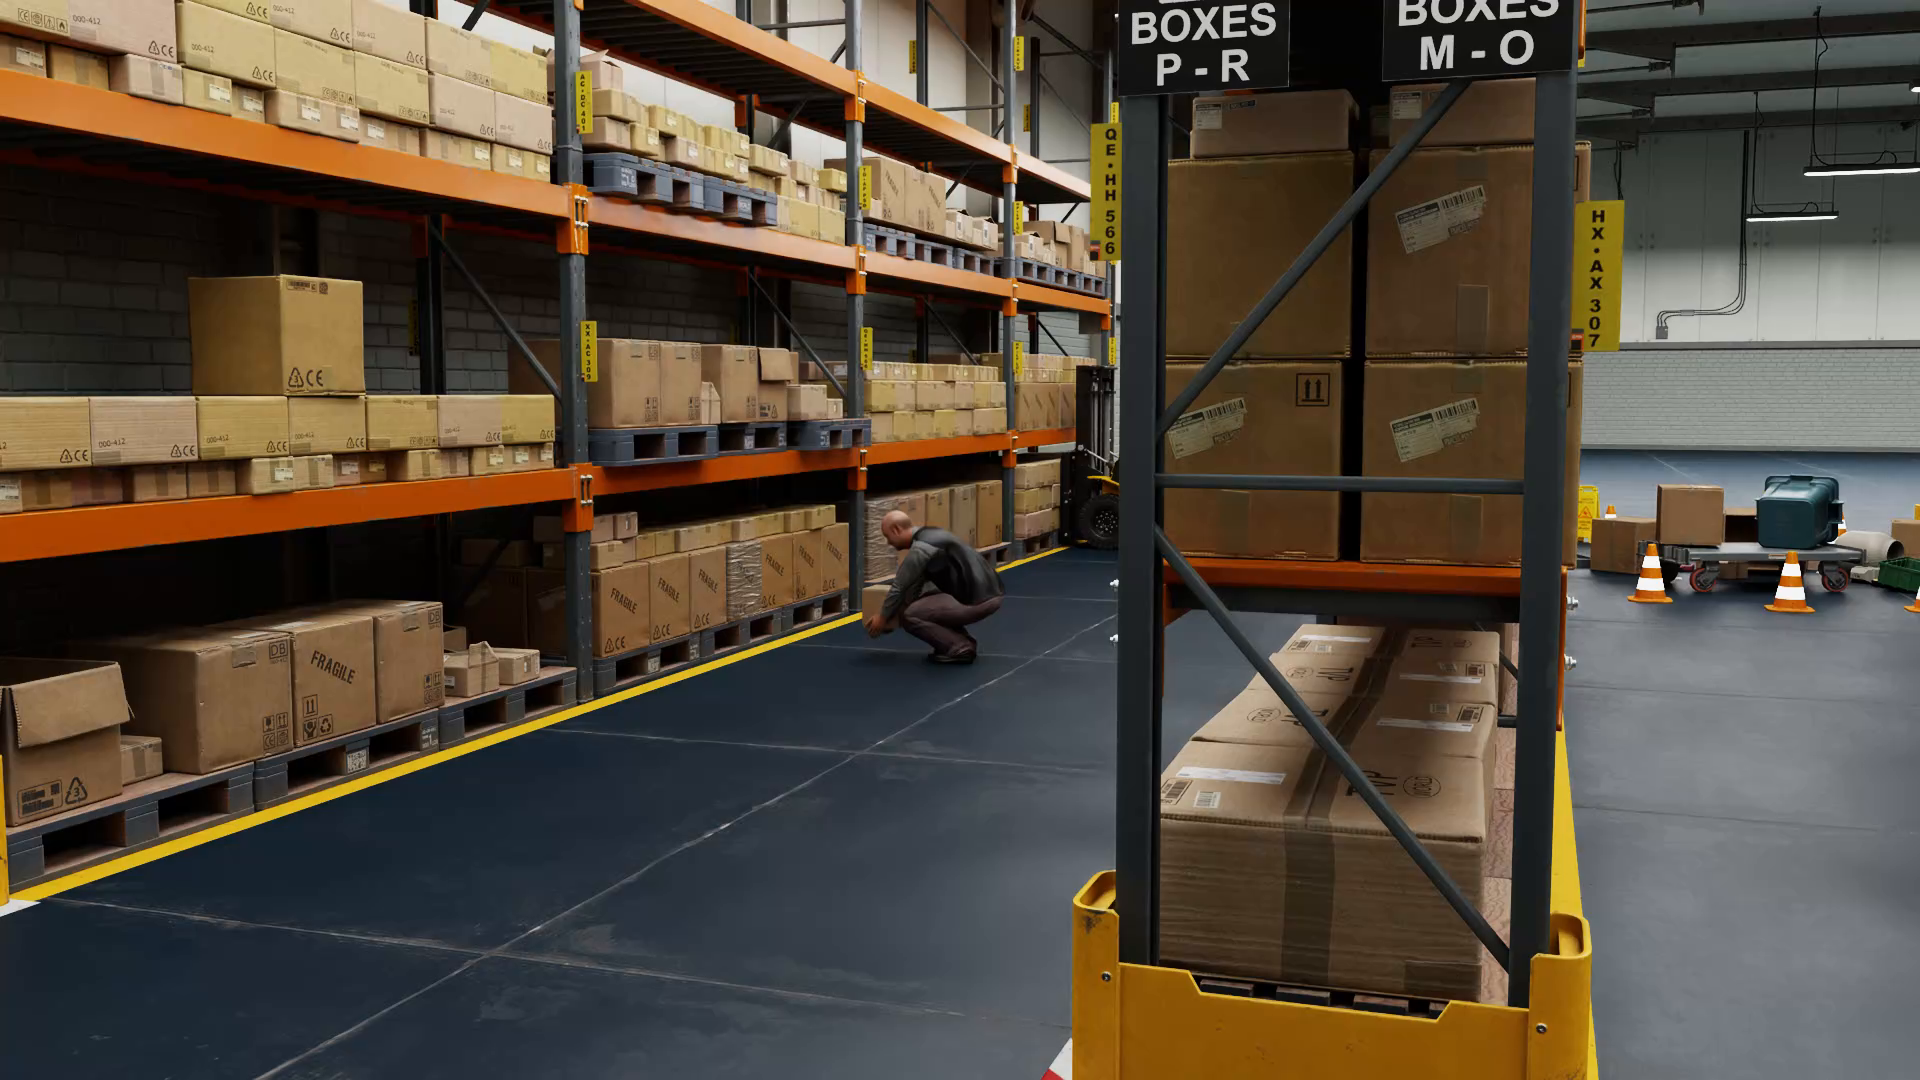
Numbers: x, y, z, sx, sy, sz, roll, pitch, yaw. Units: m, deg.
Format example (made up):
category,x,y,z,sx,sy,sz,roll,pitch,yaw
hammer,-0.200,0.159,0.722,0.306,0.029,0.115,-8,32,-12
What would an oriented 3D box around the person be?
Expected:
category,x,y,z,sx,sy,sz,roll,pitch,yaw
person,-0.155,0.293,10.659,0.869,0.967,0.520,2,5,18
